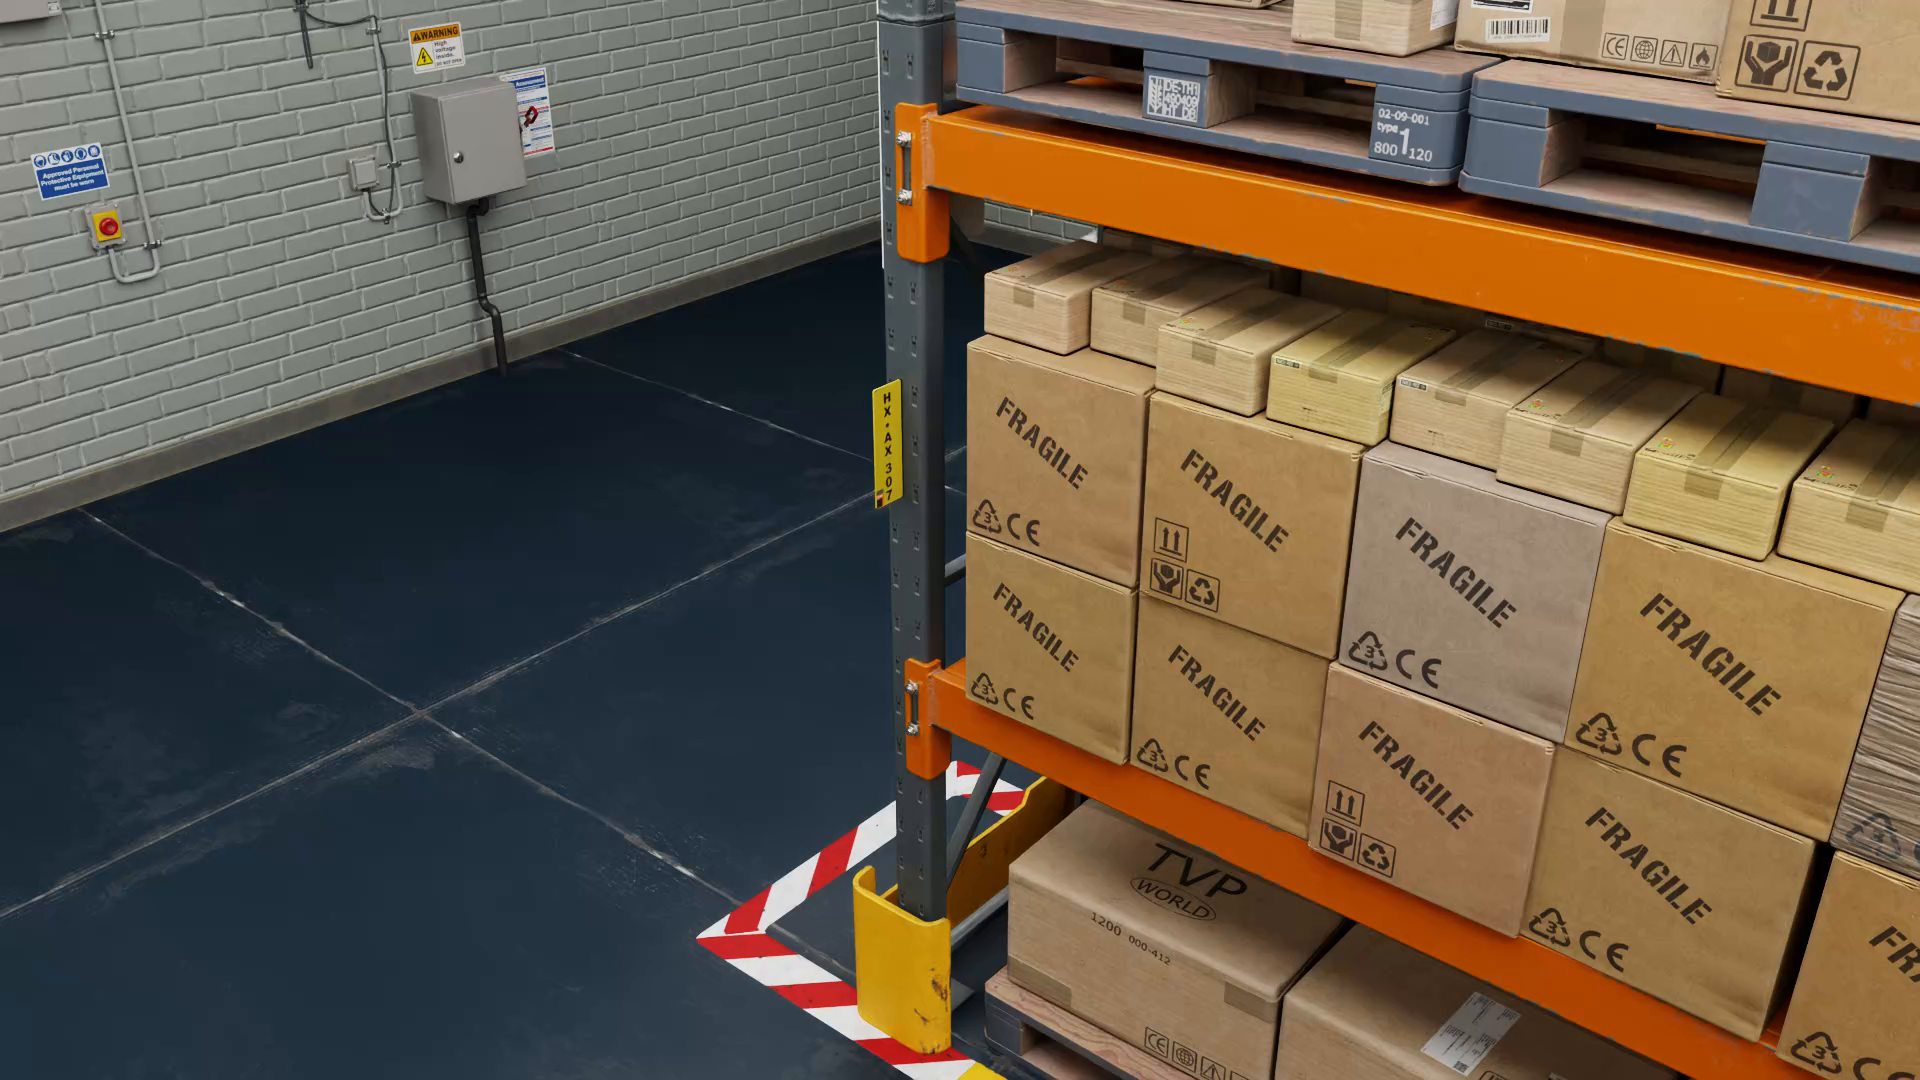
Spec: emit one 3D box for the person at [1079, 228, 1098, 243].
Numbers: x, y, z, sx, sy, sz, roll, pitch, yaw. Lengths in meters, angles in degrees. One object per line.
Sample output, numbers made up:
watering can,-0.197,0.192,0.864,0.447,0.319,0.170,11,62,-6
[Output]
person,0.722,-0.896,7.894,0.613,1.730,1.072,-8,28,-15
